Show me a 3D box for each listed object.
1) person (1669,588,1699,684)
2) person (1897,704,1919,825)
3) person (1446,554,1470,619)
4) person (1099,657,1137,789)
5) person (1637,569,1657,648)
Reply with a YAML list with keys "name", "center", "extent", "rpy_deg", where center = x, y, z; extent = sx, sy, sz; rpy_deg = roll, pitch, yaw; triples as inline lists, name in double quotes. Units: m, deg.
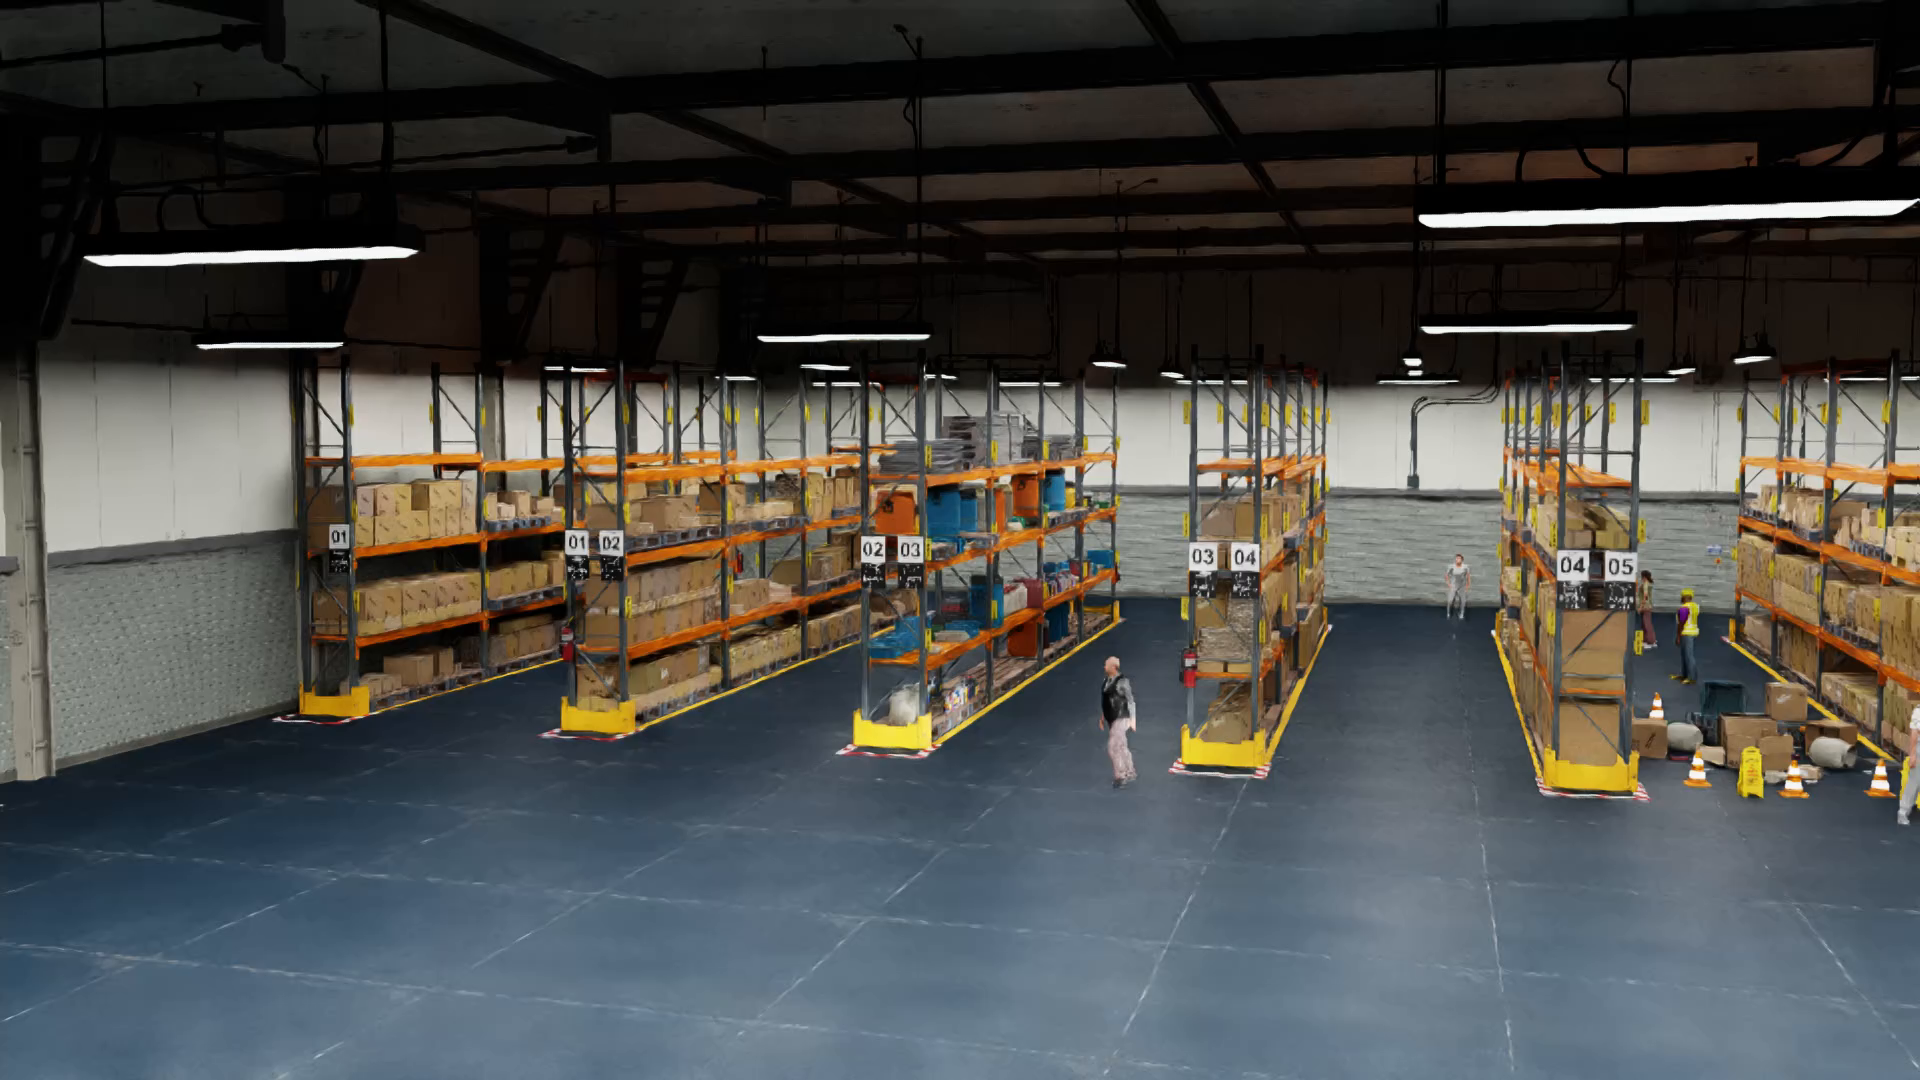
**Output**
- name: "person"
  center: [13.568, 1.774, 31.122]
  extent: [0.574, 1.764, 0.669]
  rpy_deg: [4, 6, 42]
- name: "person"
  center: [11.770, 2.615, 20.265]
  extent: [0.644, 1.756, 0.493]
  rpy_deg: [-2, 5, -24]
- name: "person"
  center: [12.243, 1.135, 40.901]
  extent: [0.580, 1.618, 0.507]
  rpy_deg: [1, 4, 14]
- name: "person"
  center: [2.173, 2.457, 22.600]
  extent: [0.501, 1.727, 0.639]
  rpy_deg: [-2, 5, -21]
- name: "person"
  center: [14.810, 1.480, 35.870]
  extent: [0.464, 1.695, 0.470]
  rpy_deg: [2, 5, 28]
